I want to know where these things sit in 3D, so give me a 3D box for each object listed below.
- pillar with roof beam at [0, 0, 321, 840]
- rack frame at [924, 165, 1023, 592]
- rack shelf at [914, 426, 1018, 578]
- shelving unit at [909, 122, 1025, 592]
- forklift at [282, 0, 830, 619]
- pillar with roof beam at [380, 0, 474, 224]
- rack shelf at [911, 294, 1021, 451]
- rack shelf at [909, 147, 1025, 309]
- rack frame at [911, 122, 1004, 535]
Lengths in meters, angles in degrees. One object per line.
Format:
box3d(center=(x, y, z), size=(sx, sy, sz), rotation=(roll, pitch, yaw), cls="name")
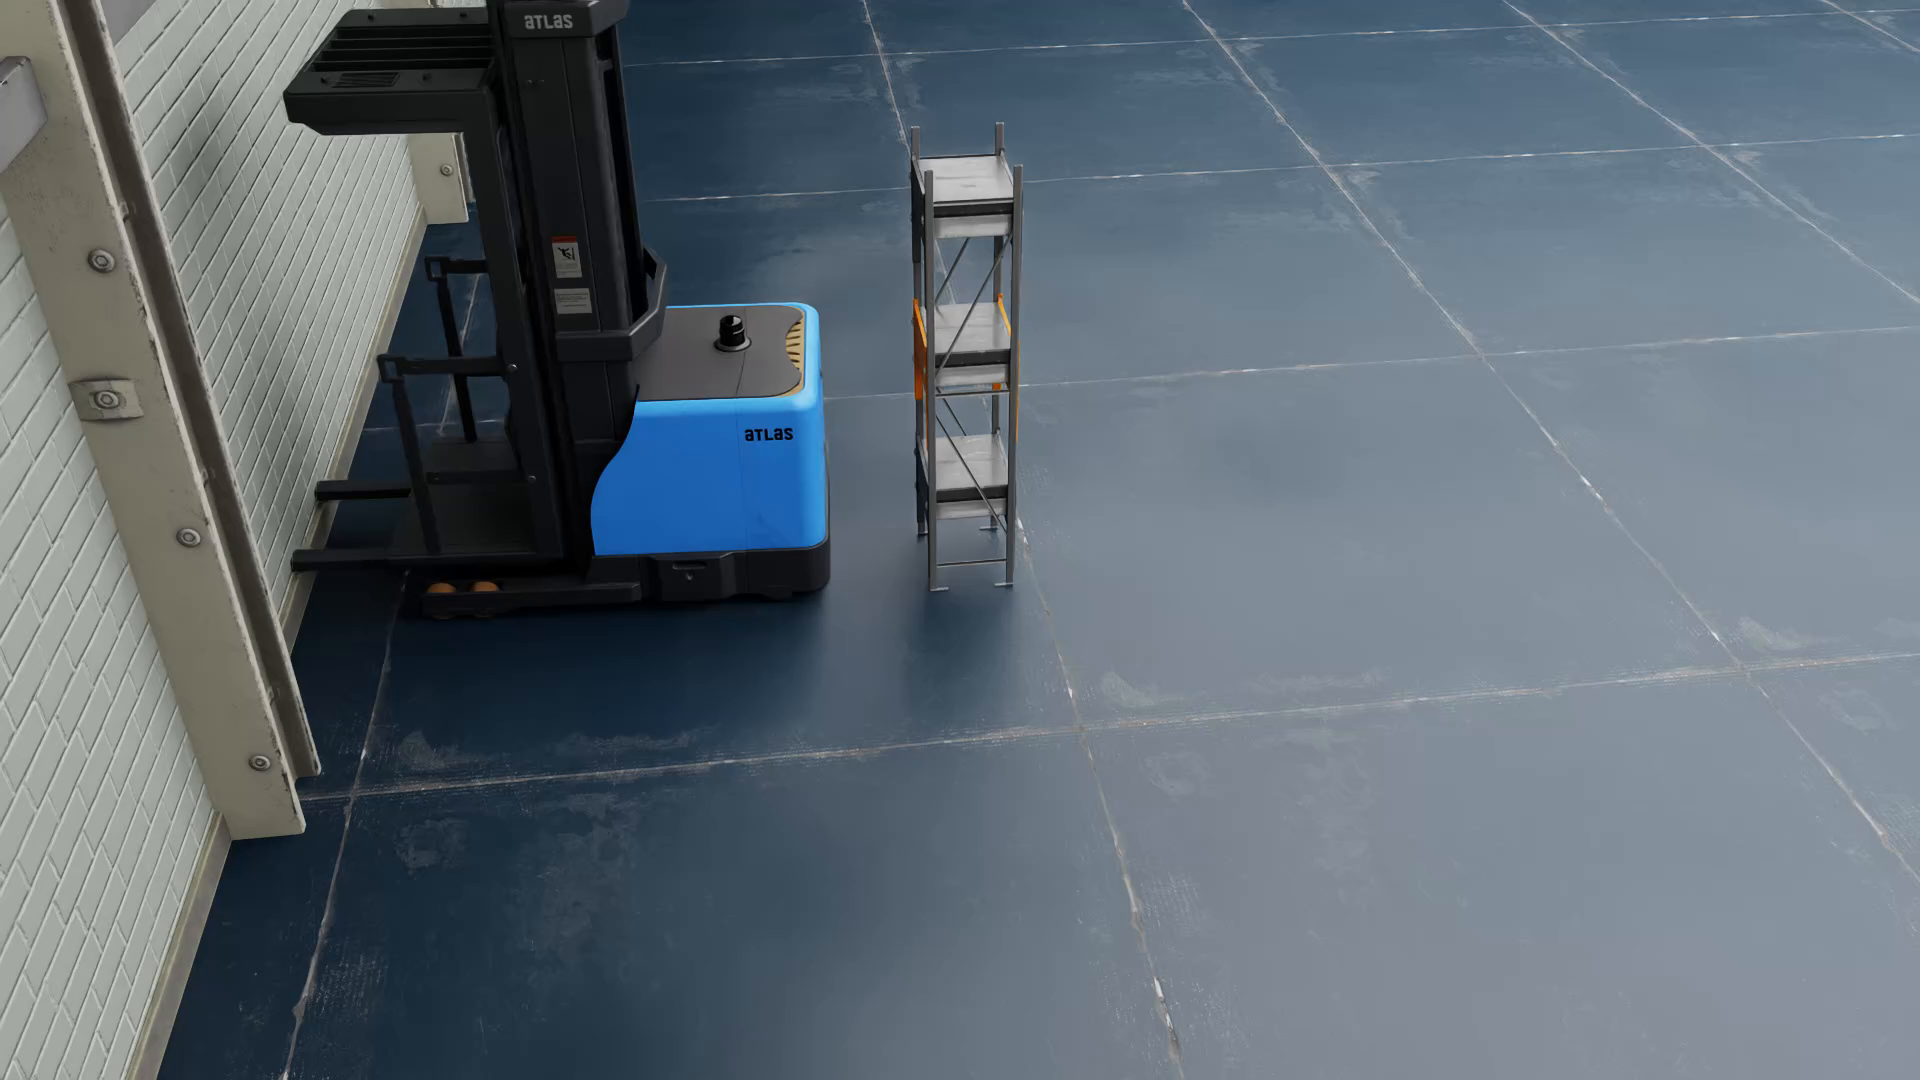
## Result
box3d(center=(1.499, -2.987, 4.643), size=(9.100, 9.000, 0.400), rotation=(-4, 35, -6), cls="pillar with roof beam")
box3d(center=(0.055, -0.639, 7.323), size=(0.400, 2.100, 0.015), rotation=(-4, 35, -6), cls="rack frame")
box3d(center=(0.022, -0.186, 7.925), size=(0.431, 0.518, 0.480), rotation=(-4, 35, -6), cls="rack shelf")
box3d(center=(0.022, -0.775, 7.523), size=(0.431, 2.100, 0.503), rotation=(-4, 35, -6), cls="shelving unit")
box3d(center=(-2.153, -1.153, 7.339), size=(3.031, 2.935, 1.130), rotation=(-2, 34, -3), cls="forklift")
box3d(center=(0.692, -6.336, 9.556), size=(9.100, 9.000, 0.400), rotation=(-4, 35, -6), cls="pillar with roof beam")
box3d(center=(0.022, -0.764, 7.531), size=(0.431, 0.518, 0.480), rotation=(-4, 35, -6), cls="rack shelf")
box3d(center=(0.022, -1.342, 7.137), size=(0.431, 0.518, 0.480), rotation=(-4, 35, -6), cls="rack shelf")
box3d(center=(-0.011, -0.911, 7.723), size=(0.400, 2.100, 0.015), rotation=(-4, 35, -6), cls="rack frame")
